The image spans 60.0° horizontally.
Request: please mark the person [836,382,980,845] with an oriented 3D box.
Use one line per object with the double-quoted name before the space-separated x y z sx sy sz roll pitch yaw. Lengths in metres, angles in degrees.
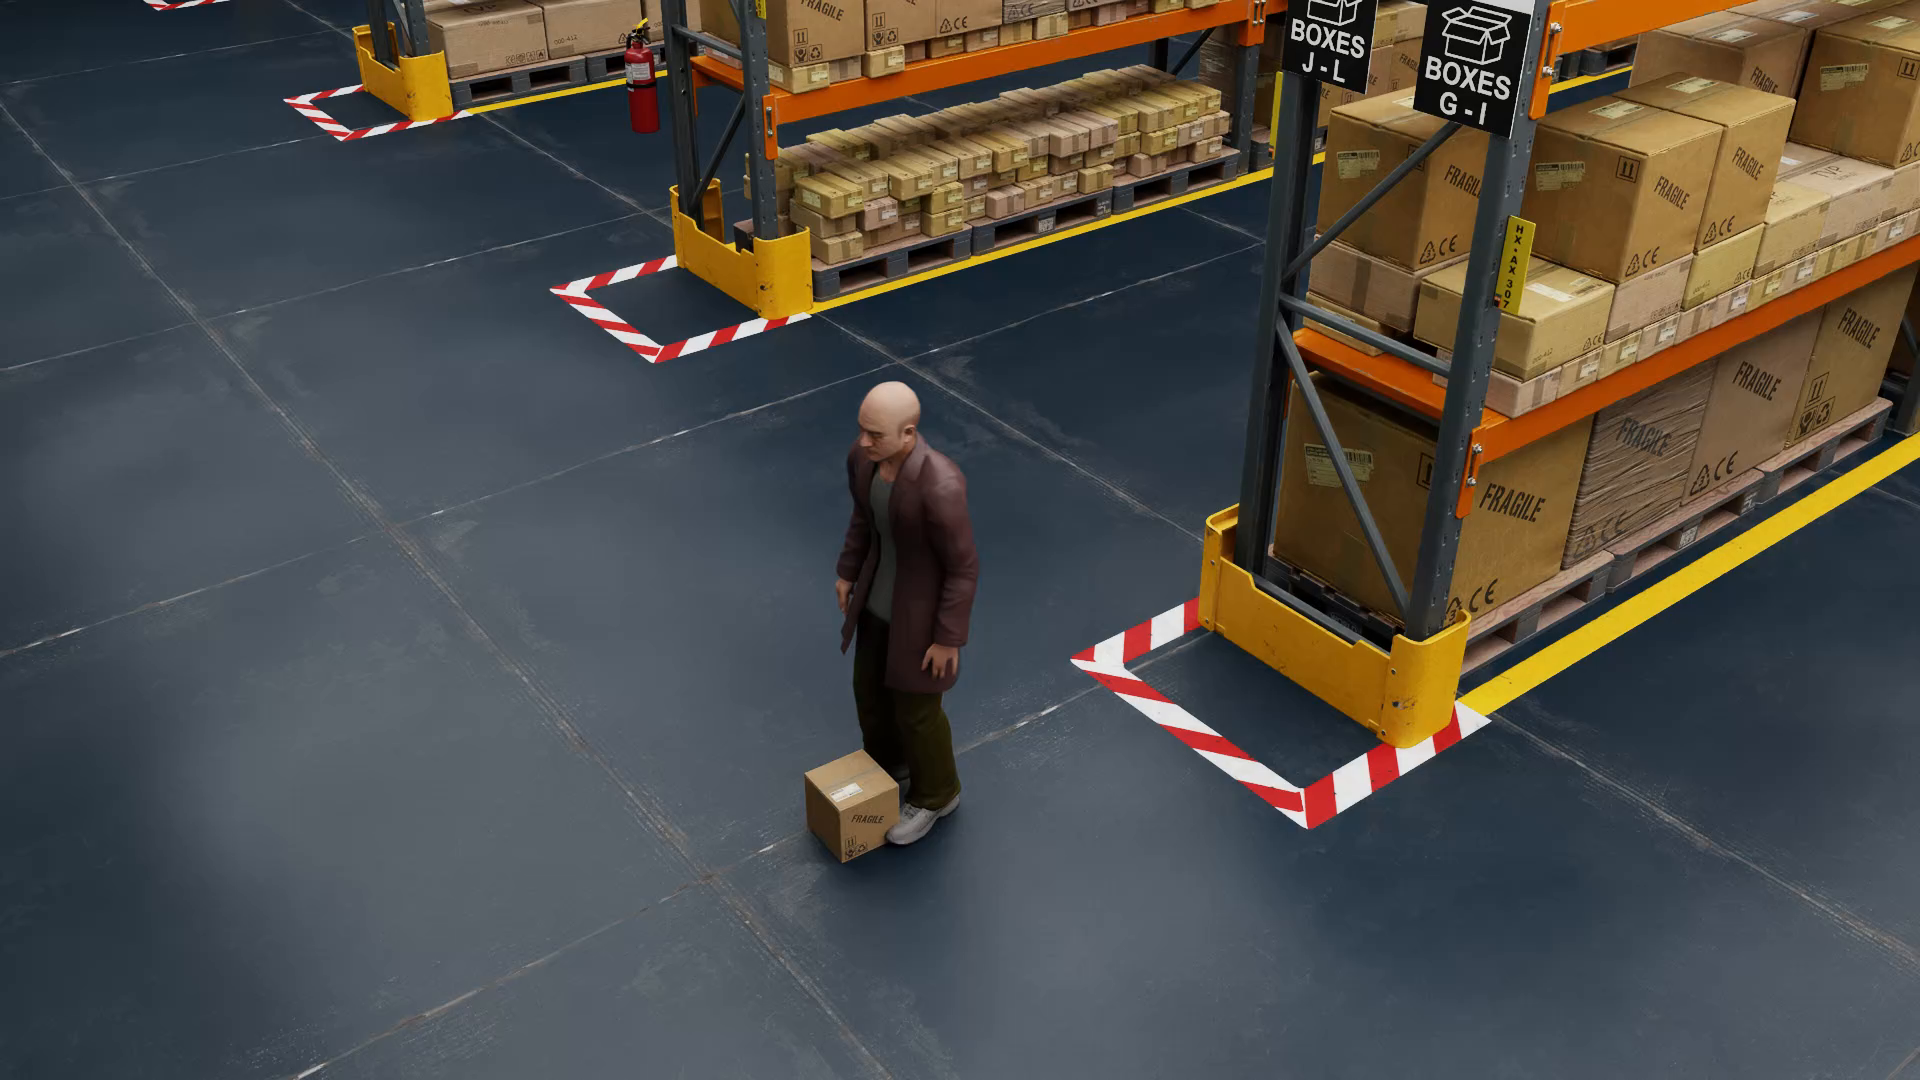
"person" -0.194 0.236 5.769 0.415 1.774 0.655 -23 39 -33
